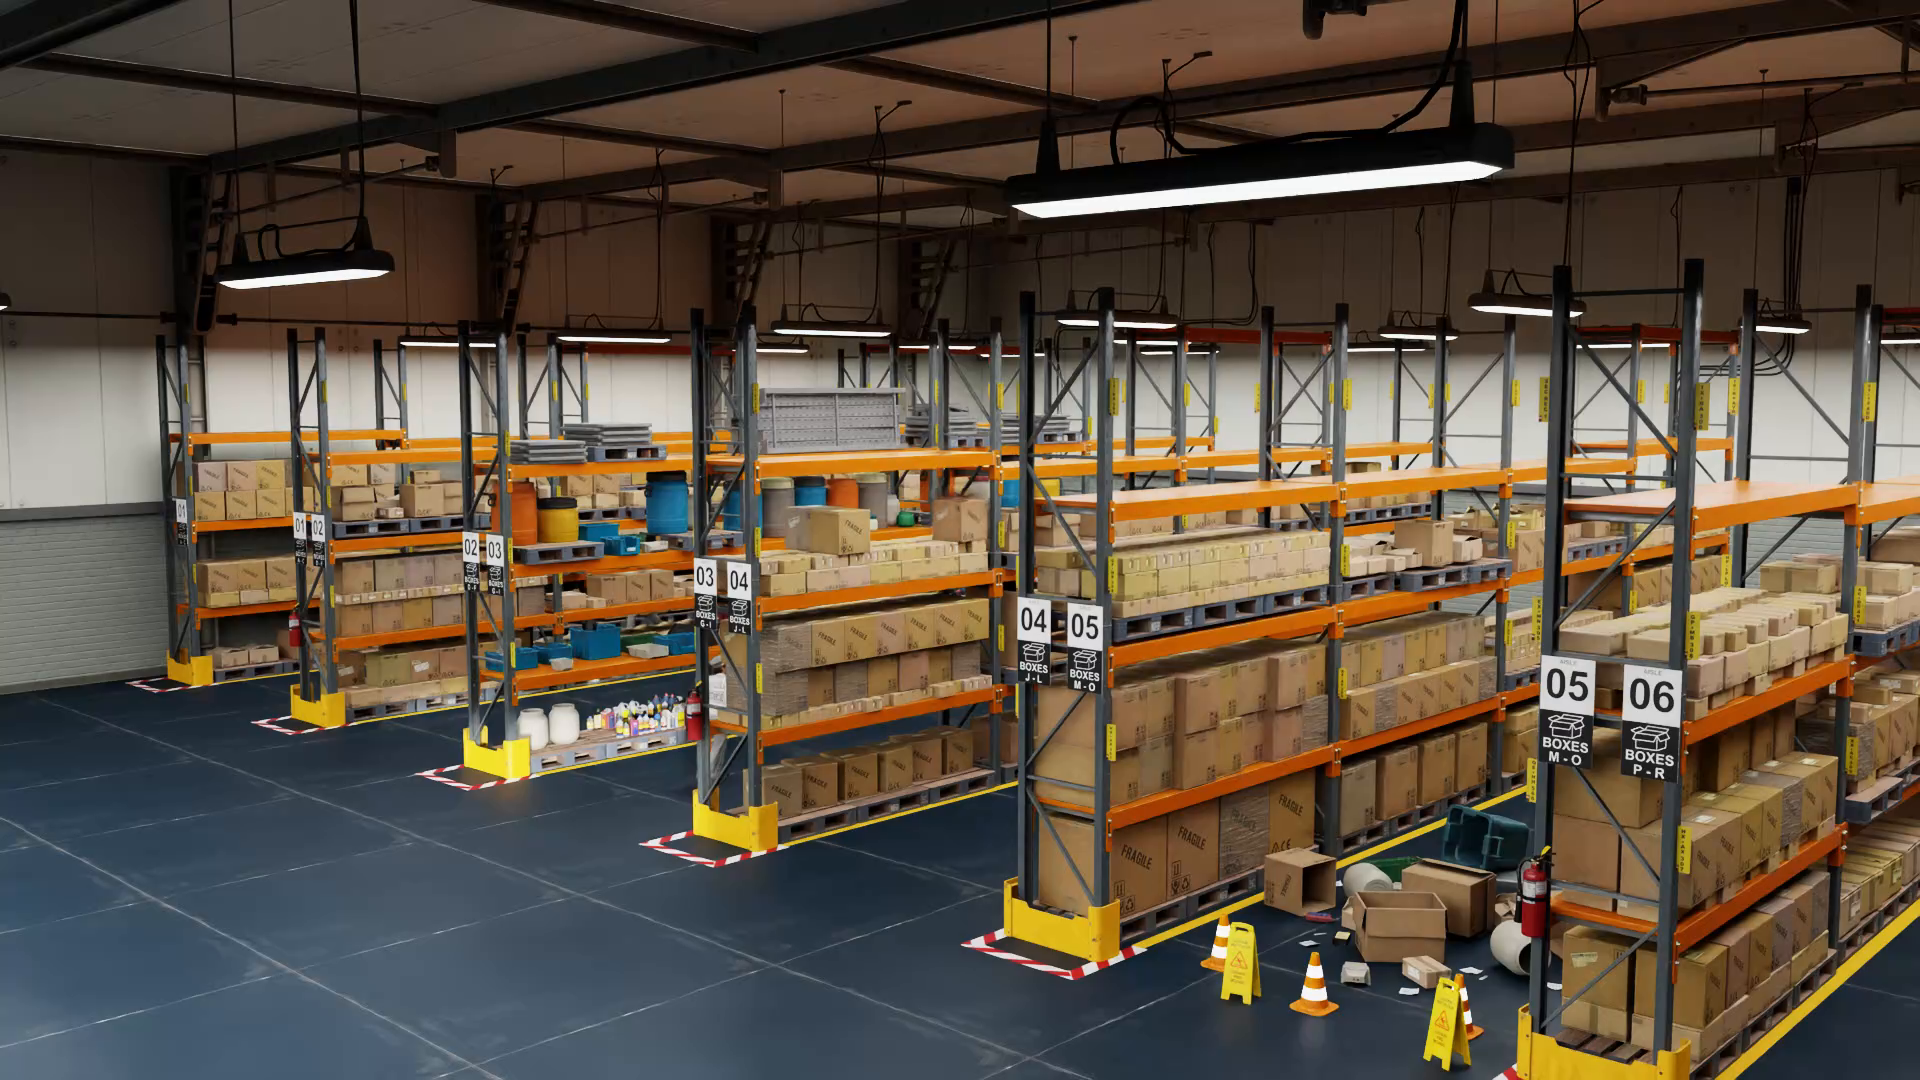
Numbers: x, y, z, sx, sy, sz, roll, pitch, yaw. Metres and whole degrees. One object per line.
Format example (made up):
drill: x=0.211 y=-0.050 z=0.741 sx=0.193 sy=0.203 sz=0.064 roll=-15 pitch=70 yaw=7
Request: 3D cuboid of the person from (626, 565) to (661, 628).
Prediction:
person: x=-6.485 y=1.179 z=33.742 sx=0.579 sy=1.600 sz=1.064 roll=4 pitch=6 yaw=34

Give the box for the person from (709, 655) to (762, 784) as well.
person: x=-2.657 y=2.265 z=20.103 sx=2.859 sy=2.143 sz=2.264 roll=4 pitch=7 yaw=36
